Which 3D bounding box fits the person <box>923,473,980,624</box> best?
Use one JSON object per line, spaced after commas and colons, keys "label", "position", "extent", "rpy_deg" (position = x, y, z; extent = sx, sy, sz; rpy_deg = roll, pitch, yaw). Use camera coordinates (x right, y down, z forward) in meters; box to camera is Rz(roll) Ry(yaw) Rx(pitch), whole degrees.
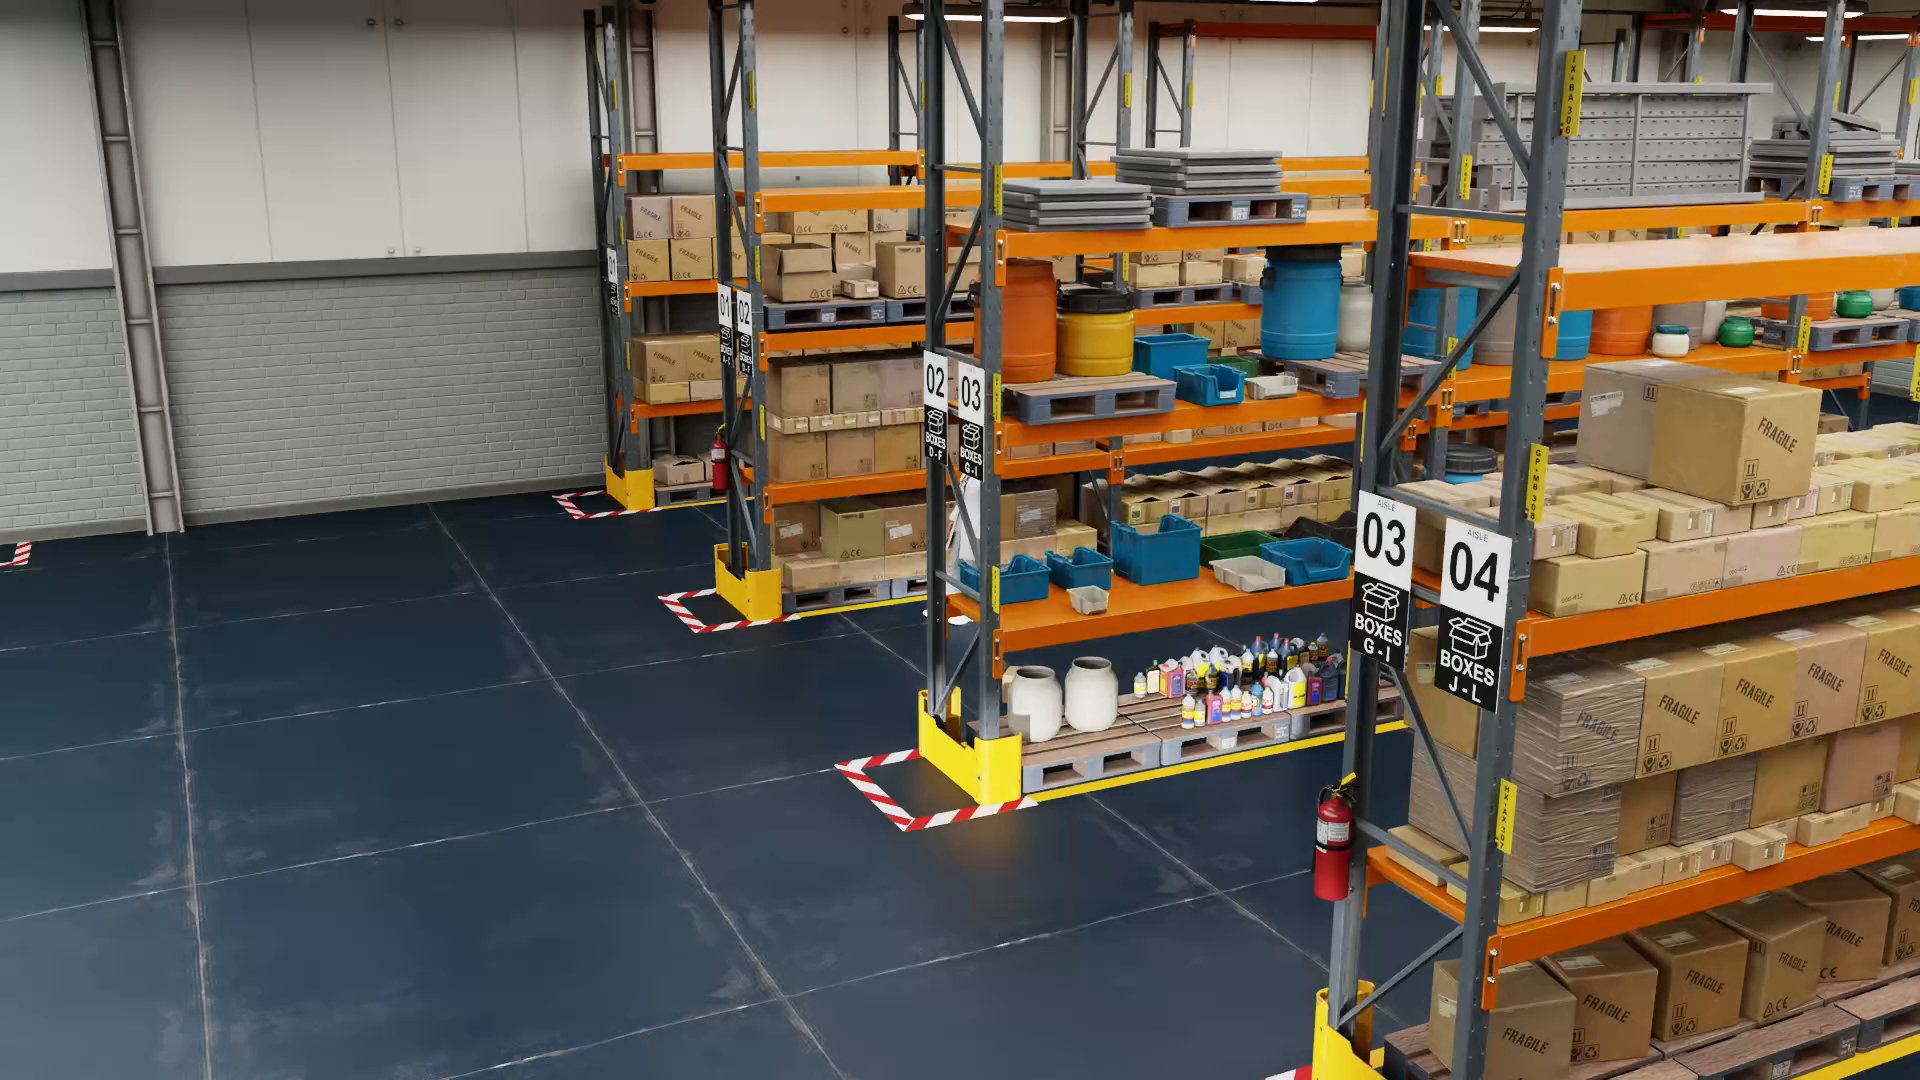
{"label": "person", "position": [0.019, -0.062, 16.105], "extent": [0.581, 1.775, 0.697], "rpy_deg": [-7, 17, -25]}
